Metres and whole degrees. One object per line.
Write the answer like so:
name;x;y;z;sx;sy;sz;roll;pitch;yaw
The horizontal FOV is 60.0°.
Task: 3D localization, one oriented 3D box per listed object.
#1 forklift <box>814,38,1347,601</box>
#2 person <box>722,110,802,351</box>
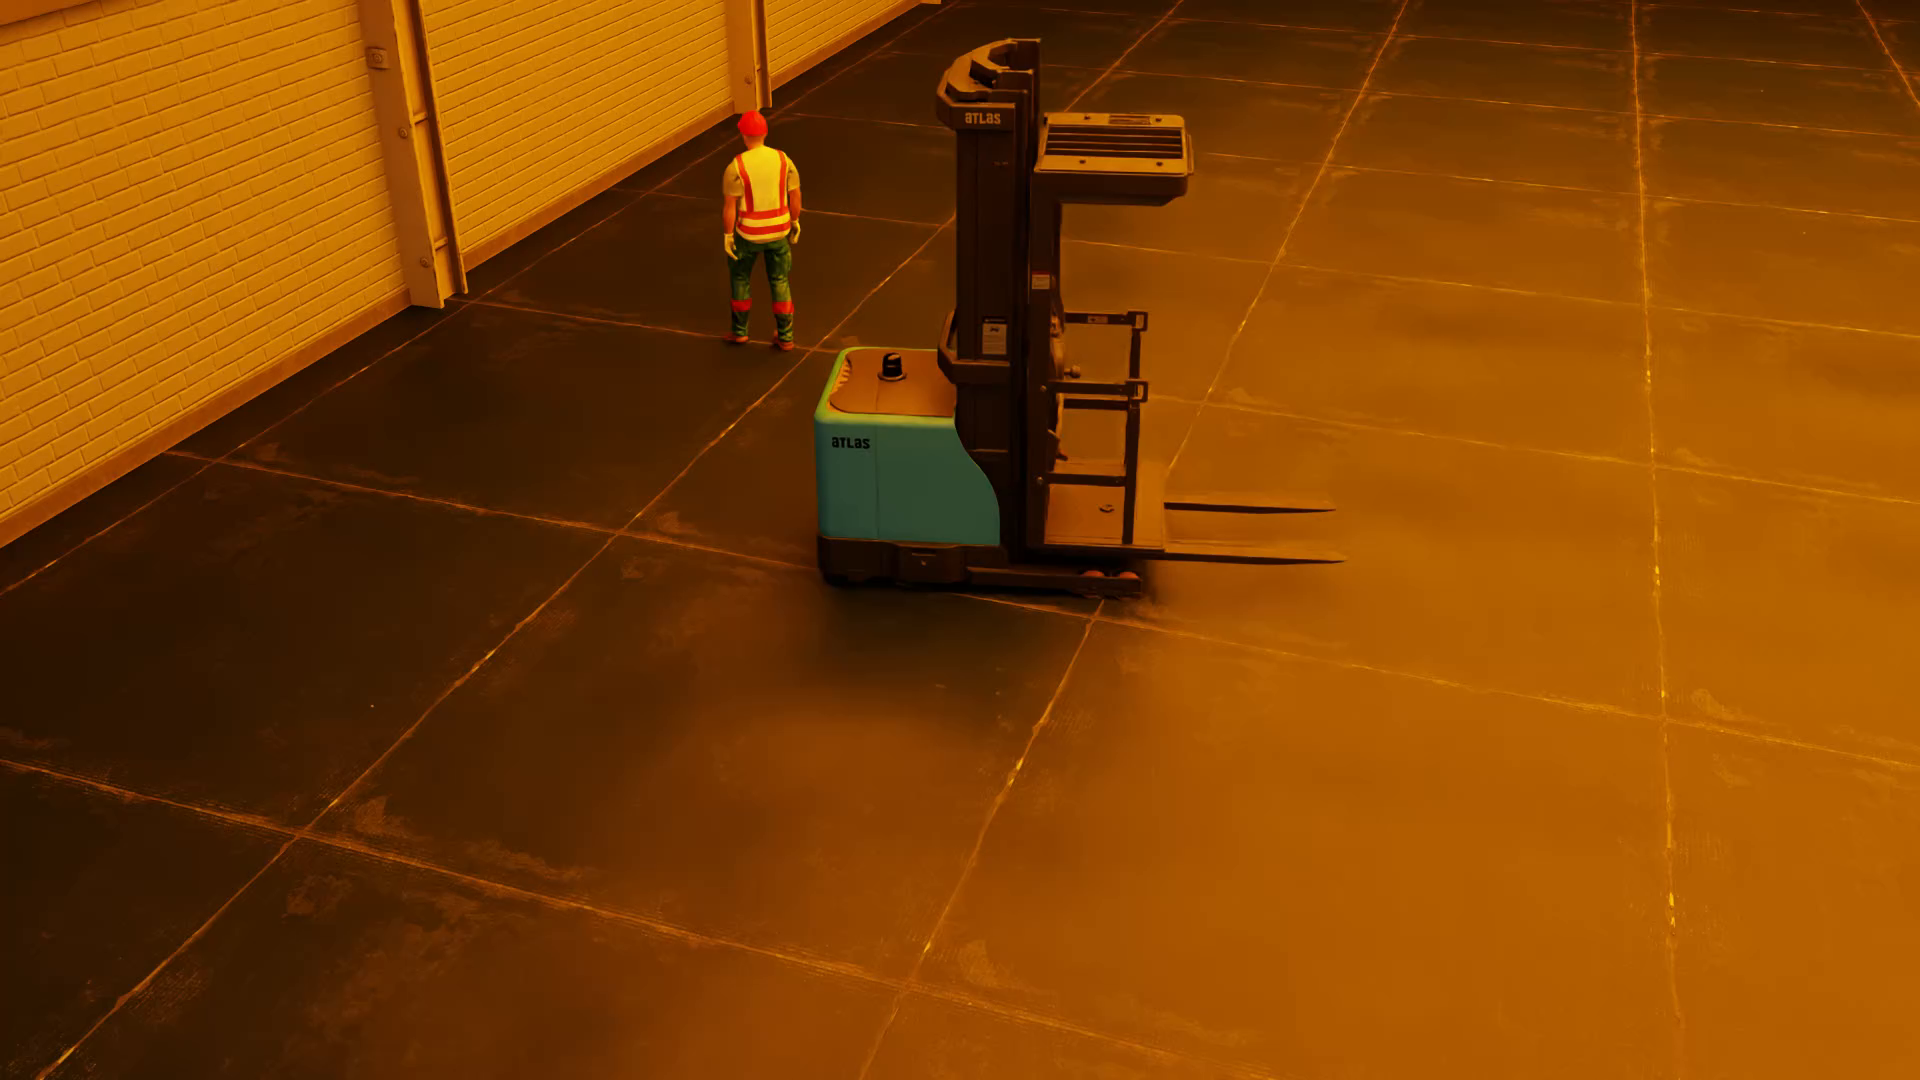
forklift;0.725;-1.201;9.243;3.031;2.935;1.130;3;30;5
person;-1.484;-2.293;12.368;0.624;1.806;0.535;-12;32;-20
